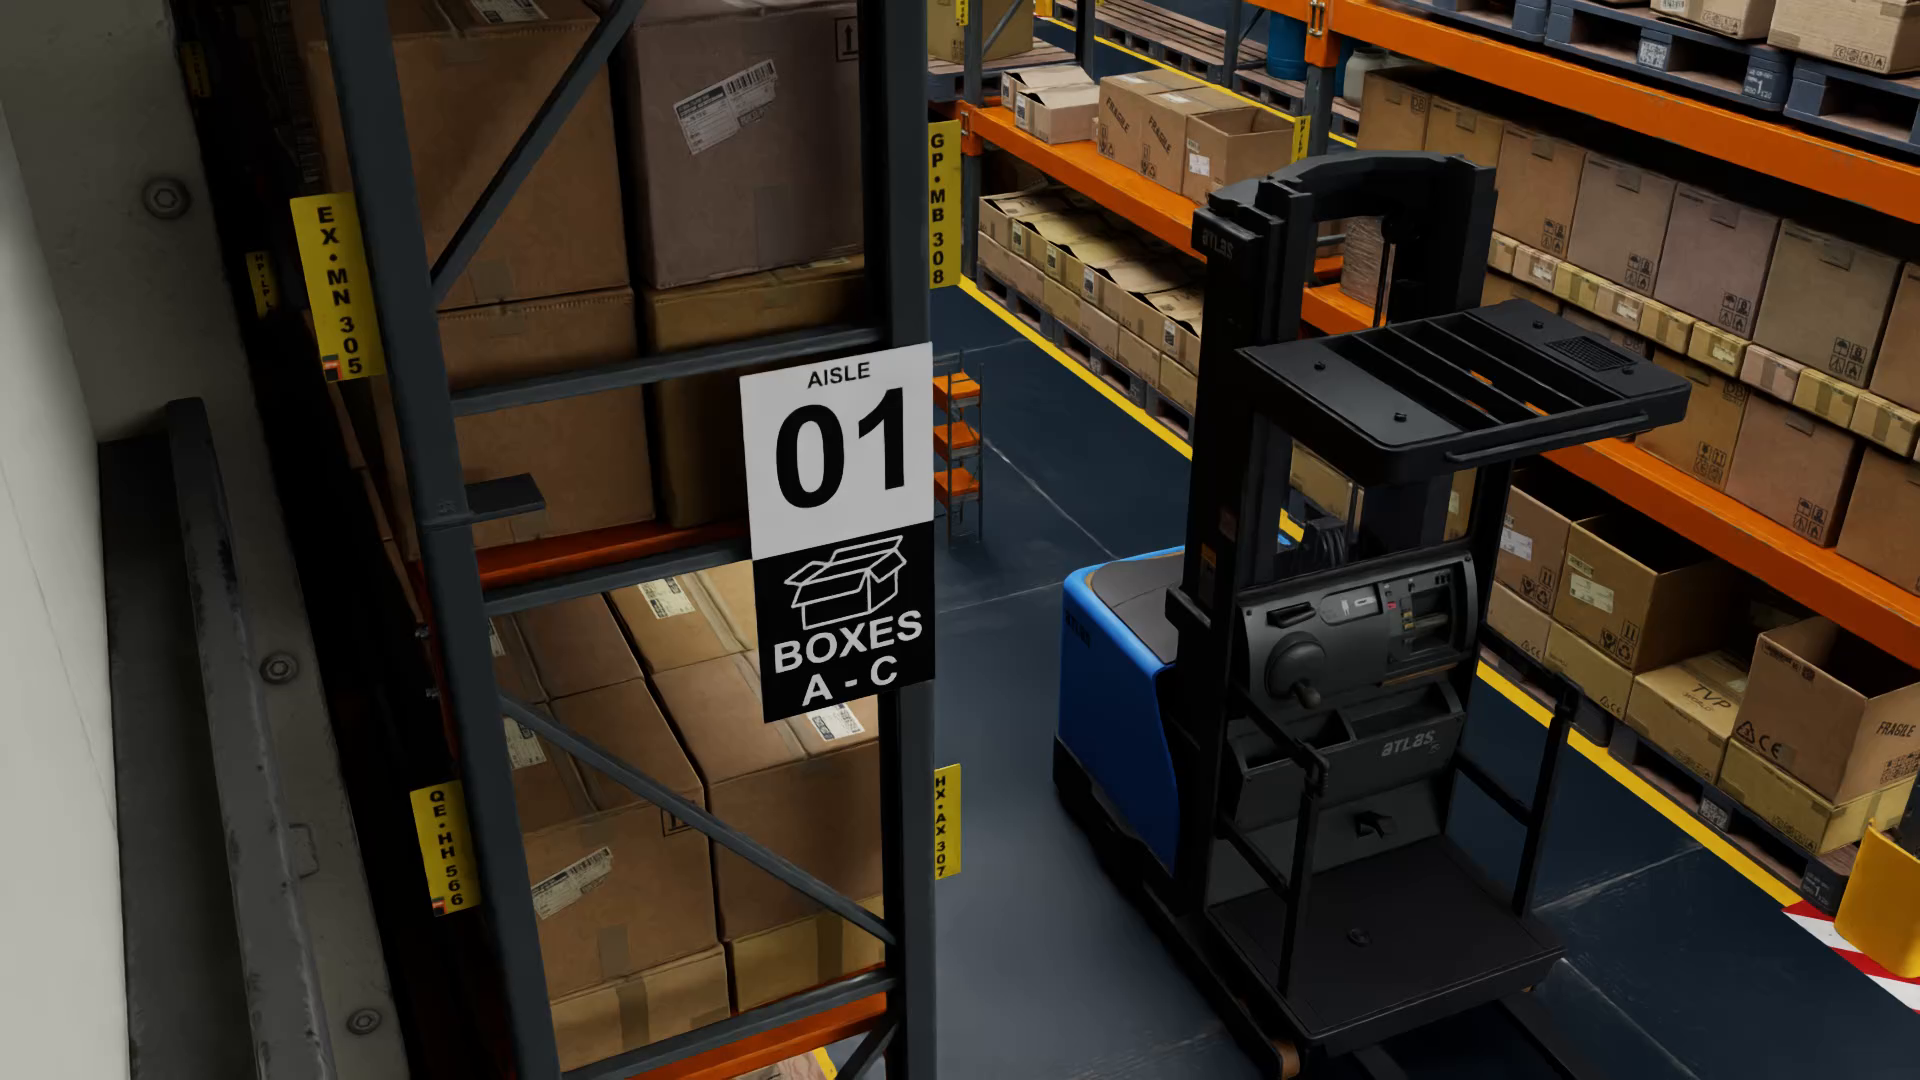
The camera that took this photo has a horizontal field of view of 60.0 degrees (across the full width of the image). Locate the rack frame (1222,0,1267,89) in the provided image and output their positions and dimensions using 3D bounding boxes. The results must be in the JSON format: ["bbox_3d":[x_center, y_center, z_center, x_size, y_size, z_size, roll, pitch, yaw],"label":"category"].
[{"bbox_3d":[3.262,-6.217,17.101,1.000,3.000,0.127,-13,32,-22],"label":"rack frame"}]

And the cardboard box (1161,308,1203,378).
[{"bbox_3d":[1.559,-1.220,9.999,0.500,0.311,0.500,-12,32,-21],"label":"cardboard box"}]

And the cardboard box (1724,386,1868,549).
[{"bbox_3d":[3.519,-0.361,6.556,0.700,0.500,0.500,-12,32,-21],"label":"cardboard box"}]

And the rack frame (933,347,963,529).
[{"bbox_3d":[-0.075,-0.535,8.963,0.200,1.050,0.008,-13,32,-22],"label":"rack frame"}]

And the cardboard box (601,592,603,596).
[{"bbox_3d":[-0.887,0.170,5.078,0.500,0.500,0.500,-14,32,-24],"label":"cardboard box"}]

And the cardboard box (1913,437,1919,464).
[{"bbox_3d":[3.602,-0.333,5.843,0.380,0.149,0.250,-14,32,-23],"label":"cardboard box"}]

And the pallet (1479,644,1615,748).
[{"bbox_3d":[3.052,0.471,8.025,1.003,0.211,1.213,-13,32,-22],"label":"pallet"}]

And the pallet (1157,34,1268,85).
[{"bbox_3d":[2.911,-5.317,18.348,1.003,0.211,1.213,-13,32,-22],"label":"pallet"}]

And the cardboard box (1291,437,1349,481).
[{"bbox_3d":[2.137,-0.685,8.851,0.500,0.500,0.500,-13,32,-22],"label":"cardboard box"}]

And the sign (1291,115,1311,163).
[{"bbox_3d":[1.735,-1.997,8.473,0.100,0.325,0.005,-13,32,-22],"label":"sign"}]

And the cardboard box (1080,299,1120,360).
[{"bbox_3d":[1.128,-1.426,10.939,0.500,0.250,0.500,-12,32,-21],"label":"cardboard box"}]

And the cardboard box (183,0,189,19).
[{"bbox_3d":[-5.053,-3.707,11.431,0.500,0.250,0.500,-14,32,-23],"label":"cardboard box"}]

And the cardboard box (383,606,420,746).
[{"bbox_3d":[-1.582,0.384,5.463,0.500,0.250,0.500,-13,32,-21],"label":"cardboard box"}]

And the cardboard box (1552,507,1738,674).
[{"bbox_3d":[2.997,0.198,7.276,0.500,0.500,0.500,-13,32,-22],"label":"cardboard box"}]

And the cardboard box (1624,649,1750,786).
[{"bbox_3d":[3.216,0.745,7.067,0.500,0.250,0.500,-13,32,-22],"label":"cardboard box"}]

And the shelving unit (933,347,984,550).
[{"bbox_3d":[-0.023,-0.482,8.867,0.215,1.050,0.252,-13,32,-22],"label":"shelving unit"}]

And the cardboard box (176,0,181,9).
[{"bbox_3d":[-6.534,-5.154,14.898,0.980,0.700,0.700,-15,32,-24],"label":"cardboard box"}]

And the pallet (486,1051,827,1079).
[{"bbox_3d":[-0.884,1.980,5.334,1.003,0.211,1.213,-13,32,-22],"label":"pallet"}]

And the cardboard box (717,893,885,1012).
[{"bbox_3d":[-0.457,0.938,4.474,0.500,0.250,0.500,-14,32,-23],"label":"cardboard box"}]

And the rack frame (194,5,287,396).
[{"bbox_3d":[-3.969,-2.370,10.241,1.000,3.000,0.127,-13,32,-22],"label":"rack frame"}]

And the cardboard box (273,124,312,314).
[{"bbox_3d":[-1.386,-0.770,4.198,0.500,0.500,0.500,-15,32,-24],"label":"cardboard box"}]

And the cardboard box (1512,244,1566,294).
[{"bbox_3d":[2.718,-1.243,7.467,0.380,0.149,0.250,-14,32,-23],"label":"cardboard box"}]

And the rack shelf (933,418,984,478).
[{"bbox_3d":[-0.023,-0.472,8.872,0.215,0.259,0.240,-13,32,-22],"label":"rack shelf"}]

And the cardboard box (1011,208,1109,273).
[{"bbox_3d":[0.696,-2.117,11.598,0.500,0.311,0.500,-14,32,-23],"label":"cardboard box"}]

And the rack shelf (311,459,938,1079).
[{"bbox_3d":[-1.393,0.594,5.690,1.077,0.370,4.000,-13,32,-22],"label":"rack shelf"}]

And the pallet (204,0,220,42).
[{"bbox_3d":[-2.868,-2.582,7.744,1.213,0.211,1.003,-13,32,-22],"label":"pallet"}]

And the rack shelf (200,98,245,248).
[{"bbox_3d":[-4.827,-2.940,11.992,1.077,0.370,4.000,-13,32,-22],"label":"rack shelf"}]

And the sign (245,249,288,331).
[{"bbox_3d":[-2.751,-0.990,6.596,0.100,0.325,0.005,-13,32,-22],"label":"sign"}]

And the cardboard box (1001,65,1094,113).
[{"bbox_3d":[0.620,-3.203,11.817,0.500,0.311,0.500,-11,31,-19],"label":"cardboard box"}]

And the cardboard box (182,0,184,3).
[{"bbox_3d":[-5.273,-3.938,11.844,0.500,0.250,0.500,-14,32,-24],"label":"cardboard box"}]

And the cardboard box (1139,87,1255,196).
[{"bbox_3d":[1.465,-2.485,10.344,0.500,0.500,0.500,-13,32,-22],"label":"cardboard box"}]

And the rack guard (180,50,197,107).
[{"bbox_3d":[-7.413,-4.824,17.173,1.175,0.500,0.348,-13,32,-22],"label":"rack guard"}]

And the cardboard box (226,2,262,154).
[{"bbox_3d":[-2.269,-1.694,5.846,0.500,0.500,0.500,-12,31,-20],"label":"cardboard box"}]

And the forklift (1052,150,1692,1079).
[{"bbox_3d":[1.447,0.350,5.460,1.130,2.935,3.031,-12,31,-20],"label":"forklift"}]

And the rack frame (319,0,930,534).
[{"bbox_3d":[-0.534,-1.453,2.471,1.000,3.000,0.127,-13,32,-22],"label":"rack frame"}]

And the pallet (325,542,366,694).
[{"bbox_3d":[-2.587,0.270,8.384,1.003,0.211,1.213,-13,32,-22],"label":"pallet"}]

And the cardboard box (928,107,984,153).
[{"bbox_3d":[-0.138,-3.228,13.111,0.500,0.250,0.500,-12,31,-20],"label":"cardboard box"}]

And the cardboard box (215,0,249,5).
[{"bbox_3d":[-2.299,-2.123,5.589,0.500,0.500,0.500,-12,32,-21],"label":"cardboard box"}]

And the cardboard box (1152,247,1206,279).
[{"bbox_3d":[1.607,-1.787,11.010,0.500,0.311,0.500,-12,32,-21],"label":"cardboard box"}]

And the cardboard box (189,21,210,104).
[{"bbox_3d":[-5.060,-3.381,11.618,0.500,0.500,0.500,-12,31,-21],"label":"cardboard box"}]

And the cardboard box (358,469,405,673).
[{"bbox_3d":[-1.578,0.056,5.281,0.500,0.500,0.500,-13,32,-21],"label":"cardboard box"}]

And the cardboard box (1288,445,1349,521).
[{"bbox_3d":[2.146,-0.360,9.038,0.500,0.250,0.500,-13,32,-22],"label":"cardboard box"}]

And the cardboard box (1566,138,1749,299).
[{"bbox_3d":[3.064,-1.394,7.073,0.700,0.500,0.500,-13,32,-22],"label":"cardboard box"}]

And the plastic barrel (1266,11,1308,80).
[{"bbox_3d":[3.480,-5.241,17.077,0.600,0.901,0.708,-13,32,-22],"label":"plastic barrel"}]

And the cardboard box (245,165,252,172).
[{"bbox_3d":[-4.340,-2.359,10.458,0.380,0.149,0.250,-13,32,-21],"label":"cardboard box"}]

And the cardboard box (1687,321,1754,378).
[{"bbox_3d":[3.159,-0.789,6.656,0.380,0.149,0.250,-12,31,-20],"label":"cardboard box"}]

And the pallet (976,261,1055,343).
[{"bbox_3d":[0.822,-1.824,12.117,1.003,0.211,1.213,-13,32,-22],"label":"pallet"}]

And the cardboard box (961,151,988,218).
[{"bbox_3d":[-0.110,-2.877,13.251,0.500,0.500,0.500,-12,31,-20],"label":"cardboard box"}]

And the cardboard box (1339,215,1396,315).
[{"bbox_3d":[2.417,-1.494,8.576,0.700,0.500,0.500,-14,32,-23],"label":"cardboard box"}]

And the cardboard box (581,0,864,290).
[{"bbox_3d":[-0.480,-0.854,3.325,0.500,0.500,0.500,-16,33,-25],"label":"cardboard box"}]

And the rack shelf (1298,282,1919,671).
[{"bbox_3d":[3.080,-0.447,7.548,1.077,0.370,4.000,-13,32,-22],"label":"rack shelf"}]

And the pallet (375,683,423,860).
[{"bbox_3d":[-1.931,0.903,7.256,1.003,0.211,1.213,-13,32,-22],"label":"pallet"}]
